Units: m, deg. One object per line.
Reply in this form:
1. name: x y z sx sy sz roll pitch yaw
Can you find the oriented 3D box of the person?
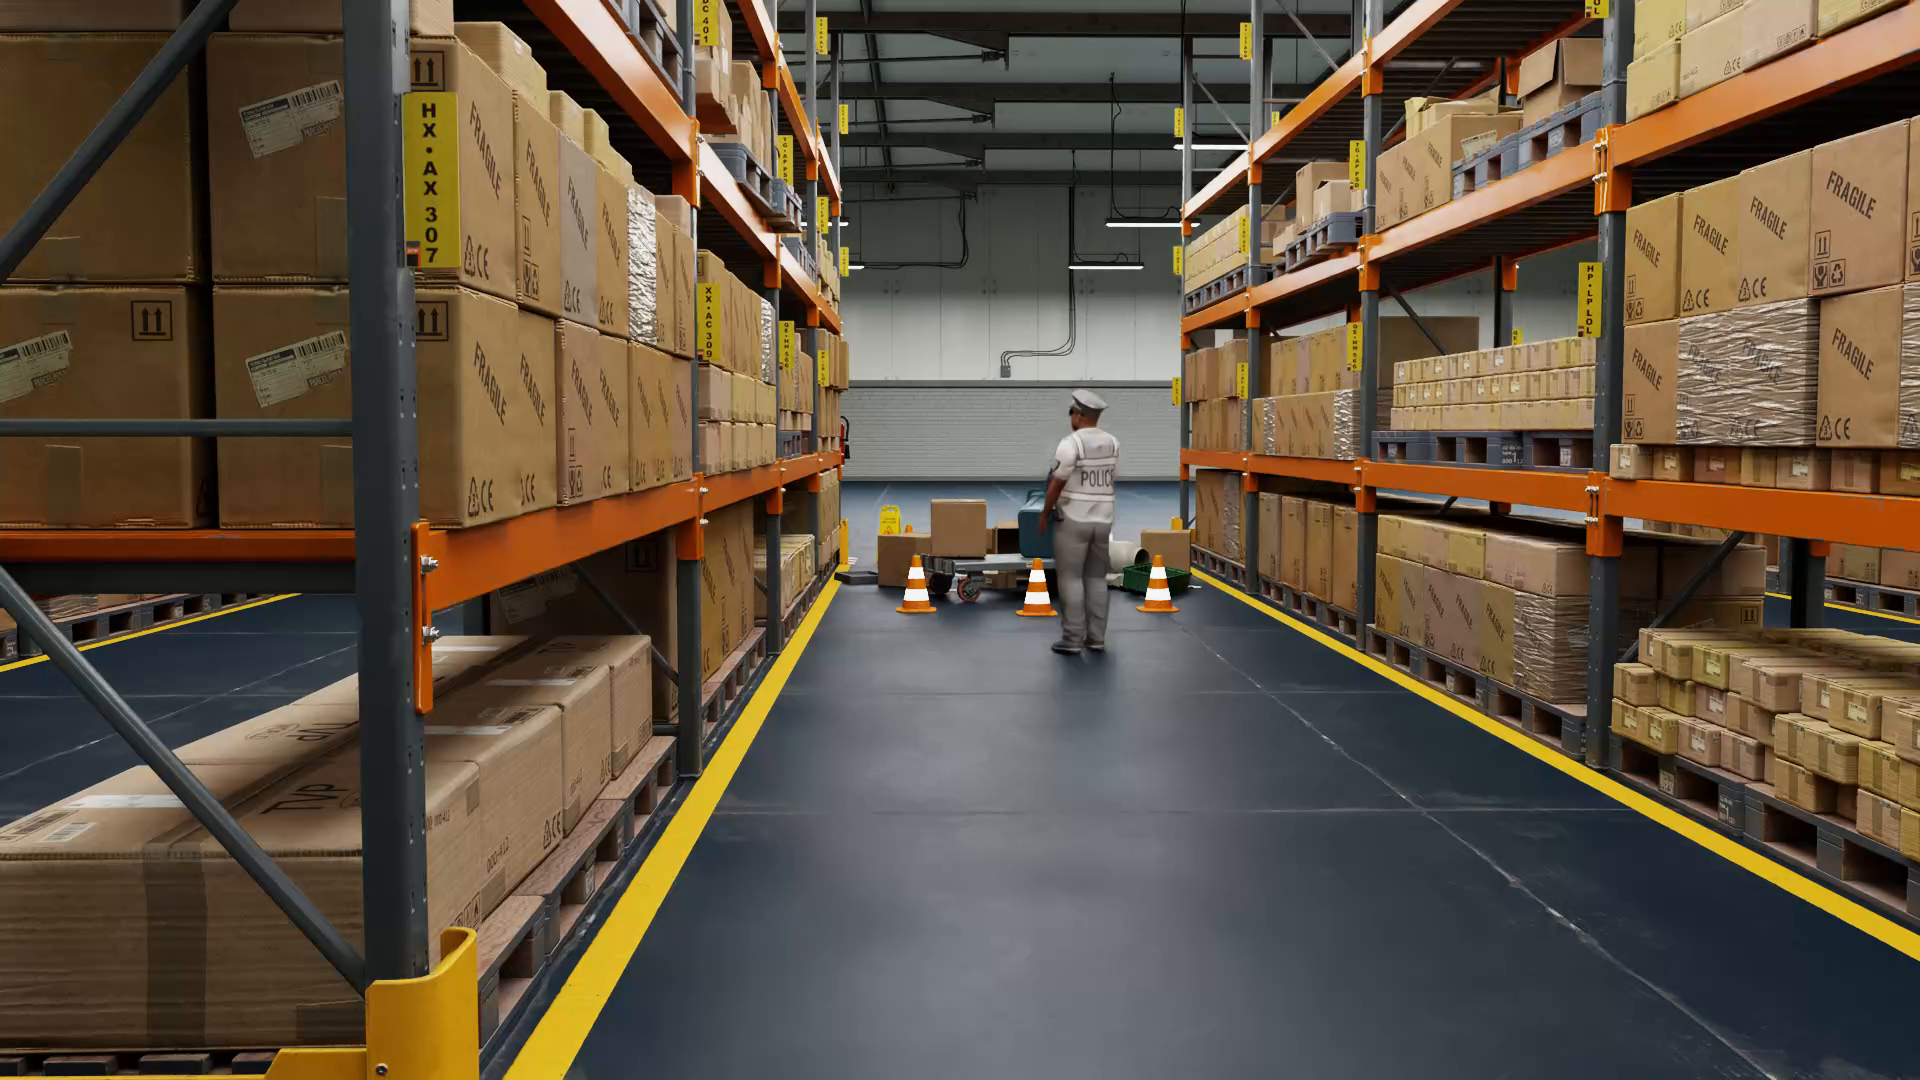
1. person: 0.817 -0.129 11.333 0.587 1.790 0.508 -3 5 -39
